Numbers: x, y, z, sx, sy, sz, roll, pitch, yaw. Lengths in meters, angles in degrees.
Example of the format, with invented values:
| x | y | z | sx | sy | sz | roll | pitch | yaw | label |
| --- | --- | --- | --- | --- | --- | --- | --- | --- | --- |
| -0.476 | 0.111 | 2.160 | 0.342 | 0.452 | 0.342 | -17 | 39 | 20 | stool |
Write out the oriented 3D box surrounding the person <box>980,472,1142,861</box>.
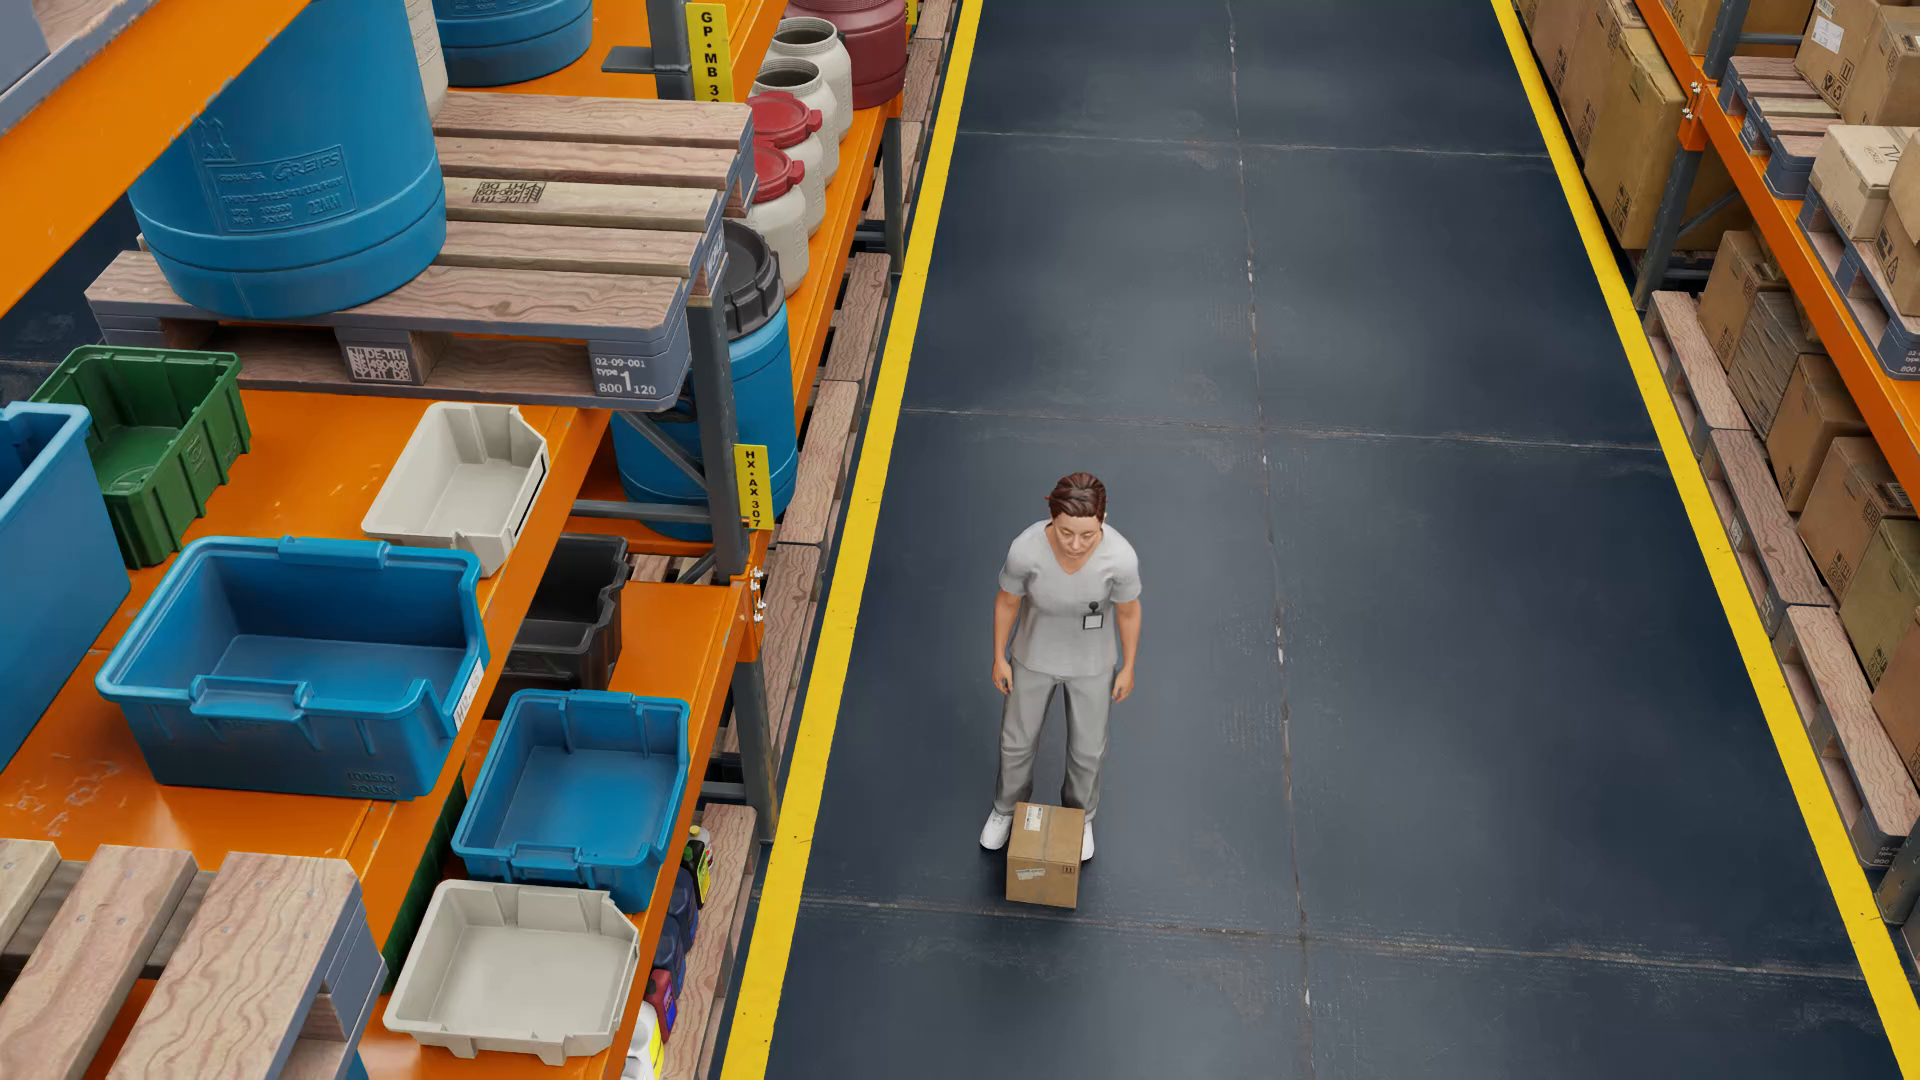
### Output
| x | y | z | sx | sy | sz | roll | pitch | yaw | label |
| --- | --- | --- | --- | --- | --- | --- | --- | --- | --- |
| 0.344 | 0.424 | 5.657 | 0.514 | 1.672 | 0.360 | 4 | 40 | 5 | person |
